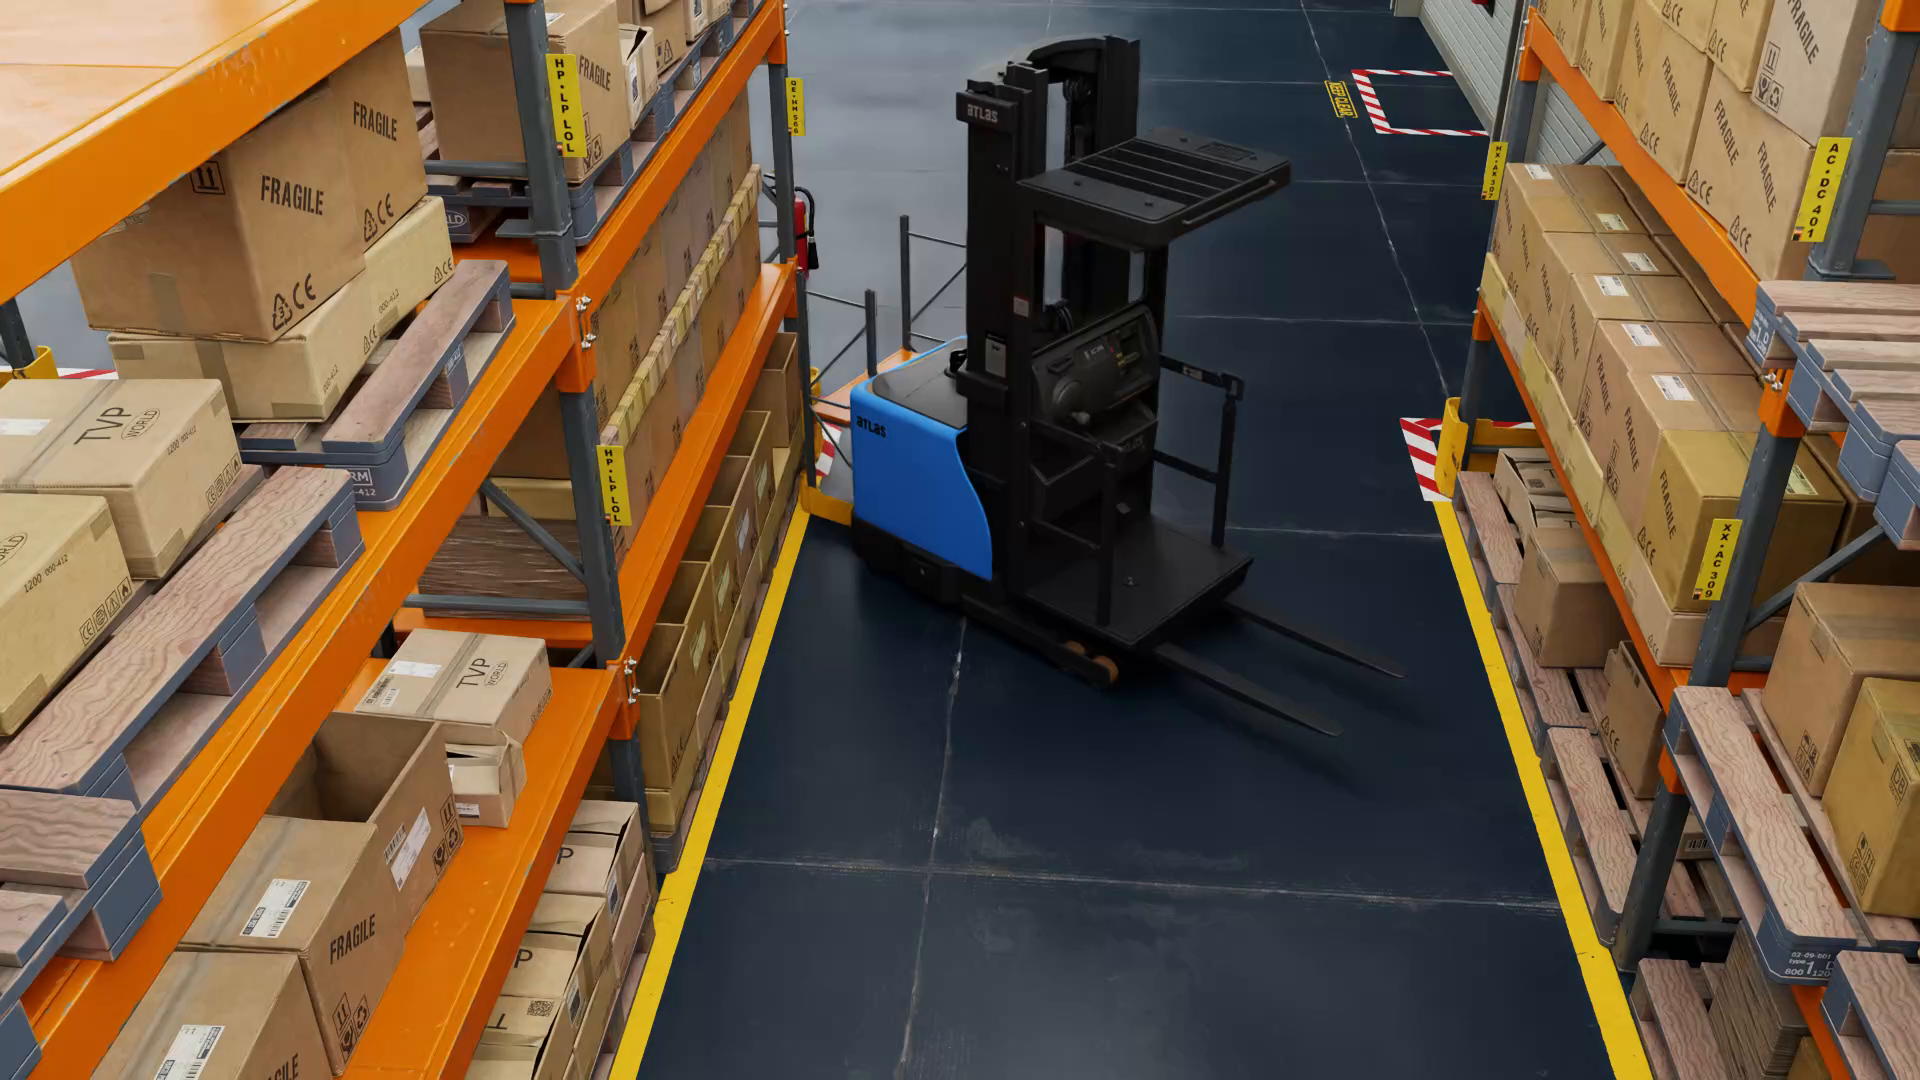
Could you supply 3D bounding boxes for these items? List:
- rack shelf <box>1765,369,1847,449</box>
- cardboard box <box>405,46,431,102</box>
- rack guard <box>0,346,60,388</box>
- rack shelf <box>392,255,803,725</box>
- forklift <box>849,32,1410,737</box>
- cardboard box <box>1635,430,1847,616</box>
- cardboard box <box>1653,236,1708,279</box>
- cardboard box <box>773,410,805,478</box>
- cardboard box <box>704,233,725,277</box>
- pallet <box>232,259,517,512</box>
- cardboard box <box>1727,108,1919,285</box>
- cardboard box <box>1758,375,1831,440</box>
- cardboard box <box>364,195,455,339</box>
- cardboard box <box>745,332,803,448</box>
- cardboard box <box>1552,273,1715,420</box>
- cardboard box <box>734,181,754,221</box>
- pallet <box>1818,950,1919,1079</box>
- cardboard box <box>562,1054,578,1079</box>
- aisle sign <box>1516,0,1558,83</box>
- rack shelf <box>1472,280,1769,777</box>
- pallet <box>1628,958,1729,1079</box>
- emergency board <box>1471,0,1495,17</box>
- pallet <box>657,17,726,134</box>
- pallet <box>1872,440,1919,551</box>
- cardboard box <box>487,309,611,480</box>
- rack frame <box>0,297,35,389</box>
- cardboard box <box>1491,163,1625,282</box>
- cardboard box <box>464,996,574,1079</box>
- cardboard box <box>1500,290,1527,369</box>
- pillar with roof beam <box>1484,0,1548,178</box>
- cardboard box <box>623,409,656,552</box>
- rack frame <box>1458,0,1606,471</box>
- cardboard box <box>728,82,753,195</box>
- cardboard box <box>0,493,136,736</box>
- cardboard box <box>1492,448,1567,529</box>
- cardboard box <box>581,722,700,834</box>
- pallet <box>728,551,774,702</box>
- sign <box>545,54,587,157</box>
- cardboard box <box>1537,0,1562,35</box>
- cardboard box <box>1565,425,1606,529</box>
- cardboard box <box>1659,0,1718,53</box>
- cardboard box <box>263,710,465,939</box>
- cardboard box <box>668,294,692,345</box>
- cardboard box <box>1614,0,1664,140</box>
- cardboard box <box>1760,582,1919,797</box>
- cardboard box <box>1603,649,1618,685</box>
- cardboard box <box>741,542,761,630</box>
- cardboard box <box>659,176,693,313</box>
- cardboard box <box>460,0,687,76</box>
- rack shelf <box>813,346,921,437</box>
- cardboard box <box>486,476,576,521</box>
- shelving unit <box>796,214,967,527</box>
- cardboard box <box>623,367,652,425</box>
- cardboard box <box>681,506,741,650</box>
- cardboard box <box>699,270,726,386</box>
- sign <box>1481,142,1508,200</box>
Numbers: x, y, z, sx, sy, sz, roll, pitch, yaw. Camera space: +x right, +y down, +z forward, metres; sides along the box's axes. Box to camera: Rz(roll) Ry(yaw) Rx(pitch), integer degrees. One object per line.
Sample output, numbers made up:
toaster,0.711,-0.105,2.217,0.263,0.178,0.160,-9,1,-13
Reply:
rack shelf,2.992,0.533,3.633,1.077,0.370,4.000,2,32,4
cardboard box,-1.957,-1.803,6.443,0.380,0.149,0.250,2,32,4
rack guard,-6.353,-0.951,10.597,1.175,0.500,0.348,2,32,4
rack shelf,-1.620,-0.492,8.155,1.077,0.370,4.000,2,32,4
forklift,0.832,-0.813,8.056,3.031,2.935,1.130,25,40,35
cardboard box,2.885,-0.067,6.189,0.500,0.500,0.500,2,32,4
cardboard box,3.565,-1.109,7.880,0.500,0.500,0.500,2,32,3
cardboard box,-1.207,-0.559,9.799,0.500,0.250,0.500,2,32,4
cardboard box,-1.383,-1.415,8.254,0.380,0.149,0.250,3,32,6
pallet,-1.842,-0.486,4.783,0.805,0.209,1.217,1,32,2
cardboard box,2.949,-1.146,5.558,0.500,0.500,0.500,3,32,5
cardboard box,3.447,-0.313,6.589,0.500,0.500,0.500,2,32,4
cardboard box,-1.843,-0.822,4.889,0.500,0.250,0.500,6,32,9
cardboard box,-1.204,-0.878,9.602,0.500,0.500,0.500,2,32,4
cardboard box,3.013,-0.863,7.480,0.500,0.500,0.500,3,32,6
cardboard box,-1.318,-1.818,8.907,0.380,0.149,0.250,3,32,5
pallet,2.949,1.594,4.267,1.003,0.211,1.213,2,32,4
cardboard box,-1.612,2.001,5.645,0.500,0.250,0.500,3,32,5
aisle sign,3.187,-2.791,8.722,0.394,0.787,0.004,2,32,4
rack shelf,3.317,-0.282,7.814,1.077,0.370,4.000,2,32,4
pallet,3.093,2.052,6.000,1.003,0.211,1.213,2,32,4
emergency board,5.013,-5.659,15.854,0.194,1.169,0.643,2,32,4
pallet,-1.637,-2.075,7.263,1.003,0.211,1.213,2,32,4
pallet,2.917,0.121,3.794,1.213,0.211,1.003,2,32,4
cardboard box,-1.753,-0.579,6.279,0.700,0.500,0.500,3,32,4
rack frame,-6.394,-2.057,10.009,1.000,3.000,0.127,2,32,4
cardboard box,3.142,-1.661,8.776,0.500,0.500,0.500,2,32,4
cardboard box,-1.609,1.758,5.504,0.500,0.311,0.500,2,32,4
cardboard box,3.096,-1.065,8.523,0.500,0.250,0.500,2,32,2
pillar with roof beam,0.483,-7.106,12.484,9.100,9.000,0.400,2,32,4
cardboard box,-1.717,-0.303,7.068,0.700,0.500,0.500,2,32,3
rack frame,3.480,-1.634,9.323,1.000,3.000,0.127,2,32,4
cardboard box,-1.512,-2.167,8.856,0.700,0.500,0.500,3,32,4
cardboard box,-2.045,0.134,3.337,0.500,0.250,0.500,2,32,3
cardboard box,3.334,-0.319,9.332,0.500,0.311,0.500,-1,32,-2
cardboard box,-1.443,1.010,7.253,0.500,0.250,0.500,2,32,4
pallet,-1.580,0.381,8.710,1.003,0.211,1.213,2,32,4
sign,-1.241,-1.365,5.234,0.100,0.325,0.005,2,32,4
cardboard box,3.204,-2.798,8.238,0.500,0.500,0.500,3,32,5
cardboard box,2.965,-0.272,7.236,0.500,0.250,0.500,2,32,4
cardboard box,2.991,-2.130,6.201,0.500,0.500,0.500,1,32,2
cardboard box,-1.905,0.882,5.145,0.500,0.500,0.500,5,32,8
cardboard box,-1.446,-1.013,7.602,0.380,0.149,0.250,2,32,4
cardboard box,3.064,-1.966,6.888,0.500,0.500,0.500,4,32,7
cardboard box,3.079,0.492,5.358,0.700,0.500,0.500,3,32,4
cardboard box,3.305,0.648,7.917,0.380,0.149,0.250,0,32,0
cardboard box,-1.317,0.226,8.525,0.500,0.250,0.500,2,32,4
cardboard box,-1.631,-1.366,7.557,0.700,0.500,0.500,2,32,4
cardboard box,-1.523,-2.167,6.696,0.797,0.503,0.637,6,32,9
rack shelf,-0.402,-0.822,9.777,0.538,0.185,1.000,18,36,27
cardboard box,-1.568,-0.203,6.287,0.380,0.149,0.250,2,32,4
shelving unit,-0.407,-0.971,9.676,0.587,1.500,1.083,18,36,27
cardboard box,-1.509,-0.606,6.942,0.380,0.149,0.250,2,32,4
cardboard box,-1.352,0.168,7.904,0.500,0.500,0.500,2,32,4
cardboard box,-1.592,-1.108,8.375,0.700,0.500,0.500,3,32,4
sign,2.939,-2.026,9.133,0.100,0.325,0.005,2,32,4
